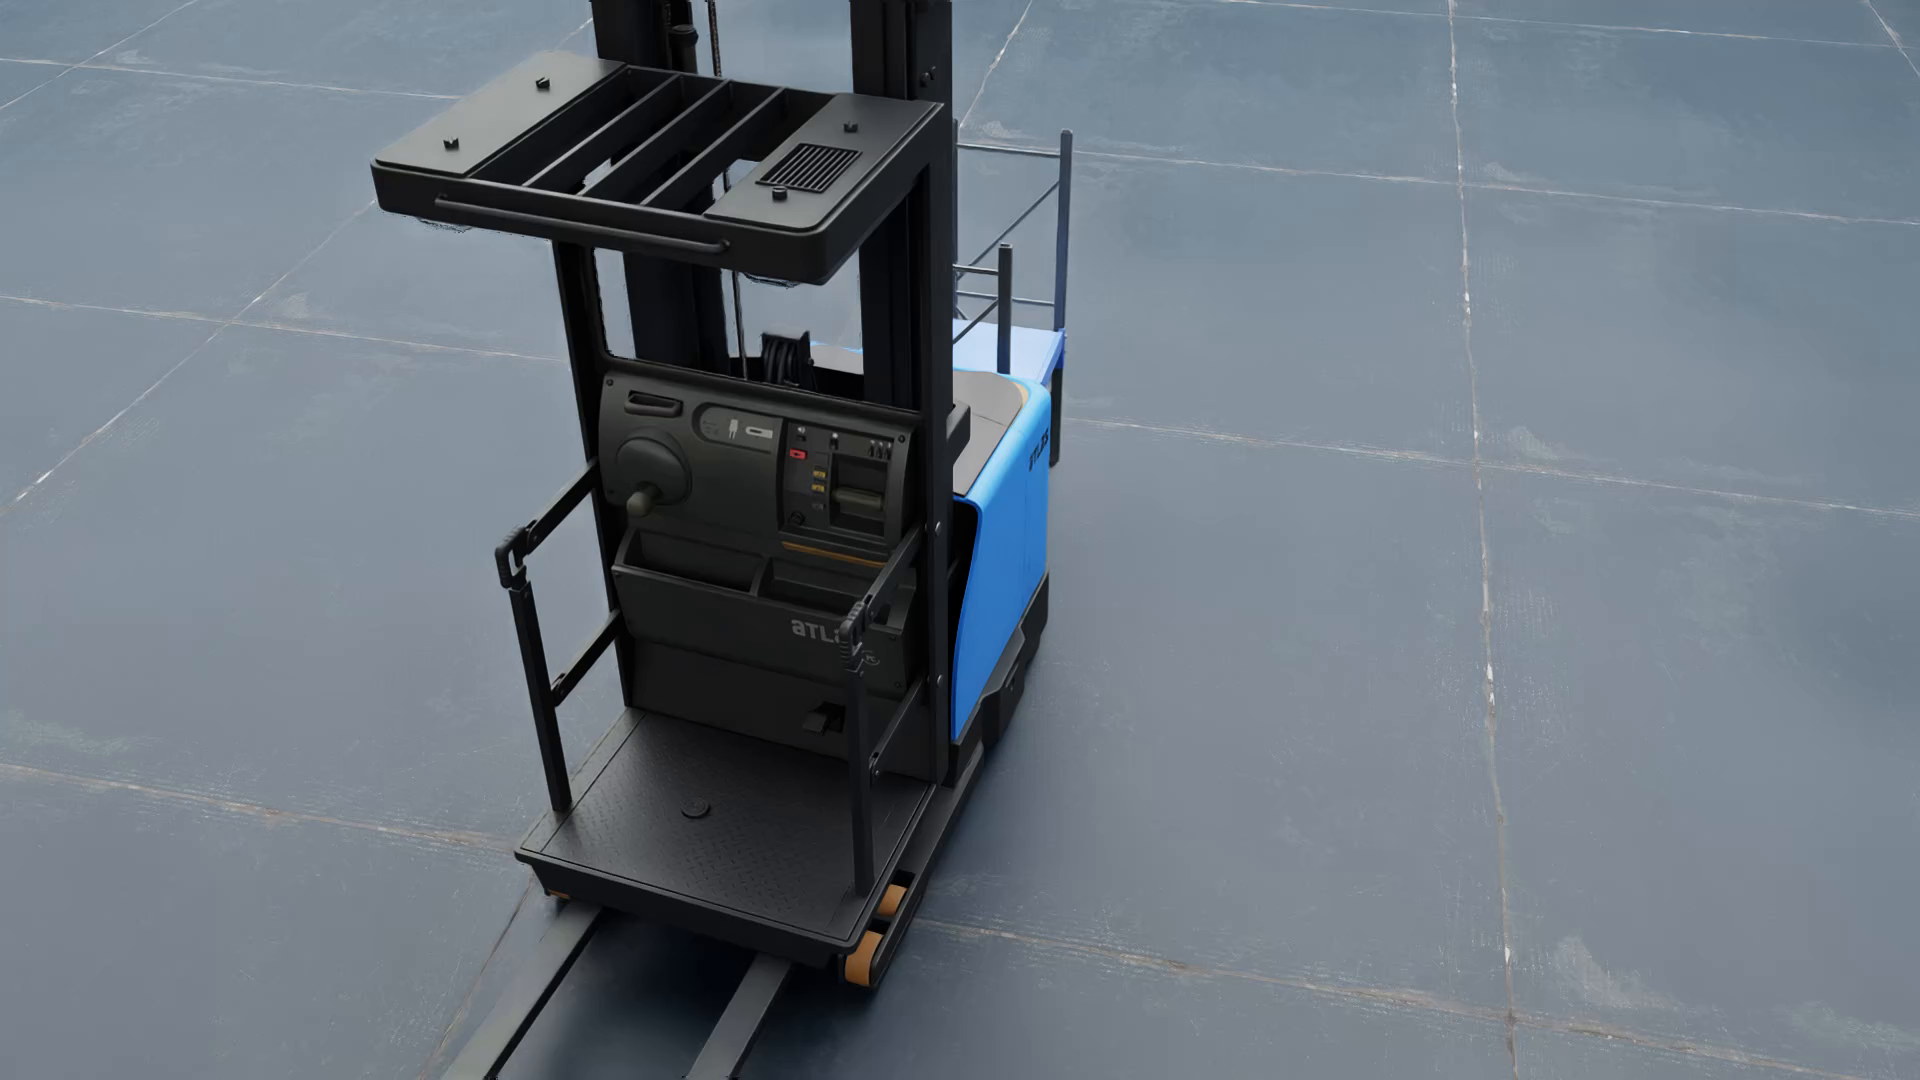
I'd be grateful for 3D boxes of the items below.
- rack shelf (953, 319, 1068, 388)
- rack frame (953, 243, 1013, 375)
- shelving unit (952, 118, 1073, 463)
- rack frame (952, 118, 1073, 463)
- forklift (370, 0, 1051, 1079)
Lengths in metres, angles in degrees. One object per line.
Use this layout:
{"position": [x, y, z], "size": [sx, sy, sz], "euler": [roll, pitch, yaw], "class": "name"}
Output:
{"position": [0.060, -0.552, 6.540], "size": [0.538, 0.185, 1.000], "euler": [9, 37, 12], "class": "rack shelf"}
{"position": [-0.068, -0.409, 6.036], "size": [0.500, 1.500, 0.032], "euler": [9, 37, 12], "class": "rack frame"}
{"position": [0.060, -0.698, 6.434], "size": [0.538, 1.500, 1.048], "euler": [9, 37, 12], "class": "shelving unit"}
{"position": [0.188, -0.986, 6.833], "size": [0.500, 1.500, 0.032], "euler": [9, 37, 12], "class": "rack frame"}
{"position": [-0.648, -0.140, 4.446], "size": [1.130, 2.935, 3.031], "euler": [12, 38, 16], "class": "forklift"}
